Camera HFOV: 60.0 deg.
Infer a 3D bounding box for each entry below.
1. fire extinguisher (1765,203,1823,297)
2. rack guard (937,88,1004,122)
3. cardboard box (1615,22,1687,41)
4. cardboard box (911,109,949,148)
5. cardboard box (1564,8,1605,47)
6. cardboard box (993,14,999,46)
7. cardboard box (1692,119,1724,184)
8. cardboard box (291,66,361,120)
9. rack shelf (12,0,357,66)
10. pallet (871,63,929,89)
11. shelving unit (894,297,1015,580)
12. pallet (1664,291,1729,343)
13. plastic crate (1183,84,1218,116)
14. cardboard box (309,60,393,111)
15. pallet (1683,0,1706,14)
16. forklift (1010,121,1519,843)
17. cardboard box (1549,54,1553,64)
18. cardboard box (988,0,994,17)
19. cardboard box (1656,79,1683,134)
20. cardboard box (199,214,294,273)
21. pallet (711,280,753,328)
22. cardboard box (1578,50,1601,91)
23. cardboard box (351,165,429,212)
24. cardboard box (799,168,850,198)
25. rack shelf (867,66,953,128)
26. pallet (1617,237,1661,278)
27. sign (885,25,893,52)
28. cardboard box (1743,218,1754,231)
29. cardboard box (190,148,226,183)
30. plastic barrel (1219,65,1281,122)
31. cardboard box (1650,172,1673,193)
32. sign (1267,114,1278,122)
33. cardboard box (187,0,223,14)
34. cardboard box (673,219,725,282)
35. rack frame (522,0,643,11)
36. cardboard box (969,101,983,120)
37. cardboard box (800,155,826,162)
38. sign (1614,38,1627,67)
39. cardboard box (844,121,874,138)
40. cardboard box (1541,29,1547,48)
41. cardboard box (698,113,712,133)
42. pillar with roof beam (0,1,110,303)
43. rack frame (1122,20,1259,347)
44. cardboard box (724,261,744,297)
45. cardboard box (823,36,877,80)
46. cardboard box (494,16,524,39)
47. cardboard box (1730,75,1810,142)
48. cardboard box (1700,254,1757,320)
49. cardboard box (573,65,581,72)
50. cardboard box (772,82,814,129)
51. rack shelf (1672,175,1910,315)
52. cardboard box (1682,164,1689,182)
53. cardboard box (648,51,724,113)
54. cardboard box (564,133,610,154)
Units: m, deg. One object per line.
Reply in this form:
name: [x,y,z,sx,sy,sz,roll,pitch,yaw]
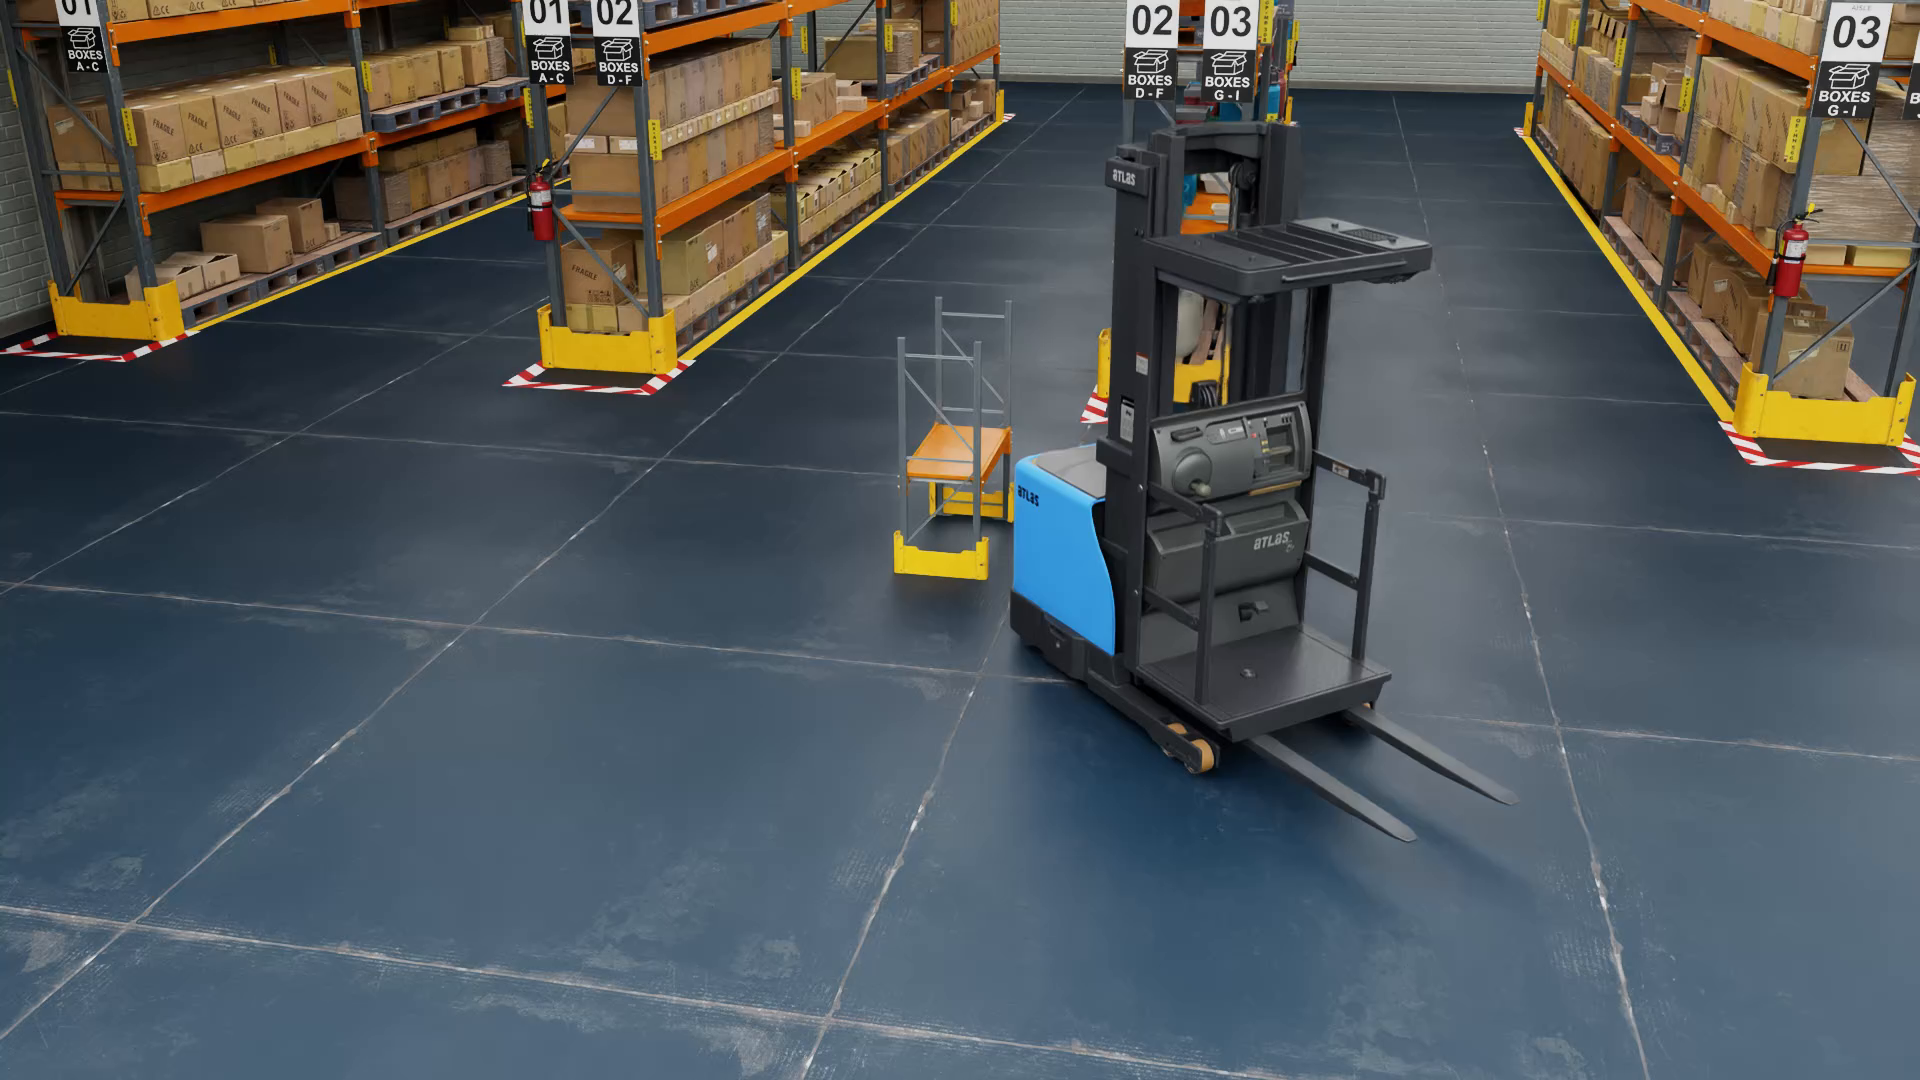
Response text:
fire extinguisher: [6.141,-2.139,12.254,0.296,0.674,0.183,4,22,11]
rack guard: [0.168,-7.603,29.062,1.175,0.500,0.348,4,22,11]
cardboard box: [8.549,-6.124,20.567,0.797,0.503,0.637,5,22,12]
cardboard box: [-0.453,-6.169,24.914,0.500,0.500,0.500,4,22,11]
cardboard box: [9.003,-7.358,23.908,0.500,0.500,0.500,5,22,11]
cardboard box: [0.358,-8.652,28.187,0.500,0.500,0.500,5,23,13]
cardboard box: [7.143,-3.489,14.970,0.875,0.500,0.500,4,22,11]
cardboard box: [-6.909,-4.869,18.098,0.500,0.500,0.500,4,22,11]
rack shelf: [-7.524,-5.104,16.459,1.077,0.370,4.000,4,22,11]
pallet: [-1.057,-6.487,23.202,1.003,0.211,1.213,4,22,11]
shelving unit: [-0.016,-0.668,10.504,0.587,1.500,1.083,4,22,11]
pallet: [7.329,-2.103,15.793,1.003,0.211,1.213,4,22,11]
plastic crate: [2.770,-4.947,19.037,0.402,0.464,0.583,4,22,11]
cardboard box: [-6.978,-5.212,19.056,0.700,0.500,0.500,5,22,11]
pallet: [7.662,-5.167,15.904,1.213,0.211,1.003,4,22,11]
forklift: [1.448,-0.422,7.978,1.130,2.935,3.031,-12,25,-27]
cardboard box: [9.225,-7.342,25.405,0.380,0.149,0.250,4,22,10]
cardboard box: [0.259,-8.932,27.543,0.500,0.500,0.500,5,22,12]
cardboard box: [7.695,-4.529,17.383,0.797,0.503,0.637,7,23,16]
cardboard box: [-7.387,-3.079,17.239,0.700,0.500,0.500,3,22,8]
pallet: [-2.715,-2.373,16.463,1.003,0.211,1.213,4,22,11]
cardboard box: [8.624,-6.284,22.307,0.500,0.500,0.500,4,22,11]
cardboard box: [-6.925,-4.286,20.236,0.700,0.500,0.500,4,22,10]
cardboard box: [-1.625,-4.275,19.822,0.500,0.311,0.500,5,22,12]
rack shelf: [-1.041,-6.262,23.350,1.077,0.370,4.000,4,22,11]
pallet: [7.836,-3.084,18.228,1.003,0.211,1.213,4,22,11]
sign: [-0.905,-6.360,21.081,0.100,0.325,0.005,4,22,11]
cardboard box: [6.711,-2.644,13.739,0.380,0.149,0.250,4,22,11]
cardboard box: [-7.429,-3.600,15.951,0.500,0.250,0.500,4,22,9]
plastic barrel: [2.958,-4.373,17.026,0.600,0.901,0.708,4,22,11]
cardboard box: [8.042,-4.058,18.668,0.500,0.250,0.500,7,23,17]
sign: [3.119,-4.105,16.660,0.100,0.325,0.005,4,22,11]
cardboard box: [-7.372,-5.249,15.696,0.500,0.500,0.500,6,23,13]
cardboard box: [-2.565,-2.752,15.786,0.500,0.500,0.500,4,22,11]
rack frame: [-3.082,-5.721,13.014,1.000,3.000,0.127,4,22,11]
cardboard box: [0.090,-7.156,27.698,0.500,0.250,0.500,4,22,11]
cardboard box: [-1.942,-4.682,20.831,0.500,0.311,0.500,4,22,10]
sign: [7.704,-5.686,19.407,0.100,0.325,0.005,4,22,11]
cardboard box: [-1.481,-5.638,22.590,0.500,0.250,0.500,5,23,13]
cardboard box: [9.518,-7.947,26.373,0.500,0.250,0.500,4,22,9]
cardboard box: [-2.530,-3.884,15.480,0.380,0.149,0.250,4,22,10]
pillar with roof beam: [-4.421,-6.091,13.933,9.100,9.000,0.400,4,22,11]
rack frame: [1.767,-2.560,13.194,1.000,3.000,0.127,4,22,11]
cardboard box: [-2.447,-2.586,16.377,0.500,0.250,0.500,4,22,11]
cardboard box: [-1.431,-6.344,21.895,0.700,0.500,0.500,-3,22,-7]
cardboard box: [-5.948,-6.939,22.505,0.500,0.250,0.500,5,22,12]
cardboard box: [6.797,-3.598,13.903,0.500,0.500,0.500,4,22,11]
cardboard box: [7.202,-2.327,15.400,0.500,0.500,0.500,12,25,28]
cardboard box: [-5.703,-6.798,24.027,0.380,0.149,0.250,5,22,11]
cardboard box: [-1.985,-4.920,18.921,0.500,0.500,0.500,6,23,15]
rack shelf: [7.024,-2.580,14.207,1.077,0.370,4.000,4,22,11]
cardboard box: [7.093,-3.473,15.797,0.380,0.149,0.250,4,22,11]
cardboard box: [-2.657,-4.336,15.735,0.700,0.500,0.500,4,22,11]
cardboard box: [-3.190,-3.440,14.378,0.380,0.149,0.250,4,22,10]
